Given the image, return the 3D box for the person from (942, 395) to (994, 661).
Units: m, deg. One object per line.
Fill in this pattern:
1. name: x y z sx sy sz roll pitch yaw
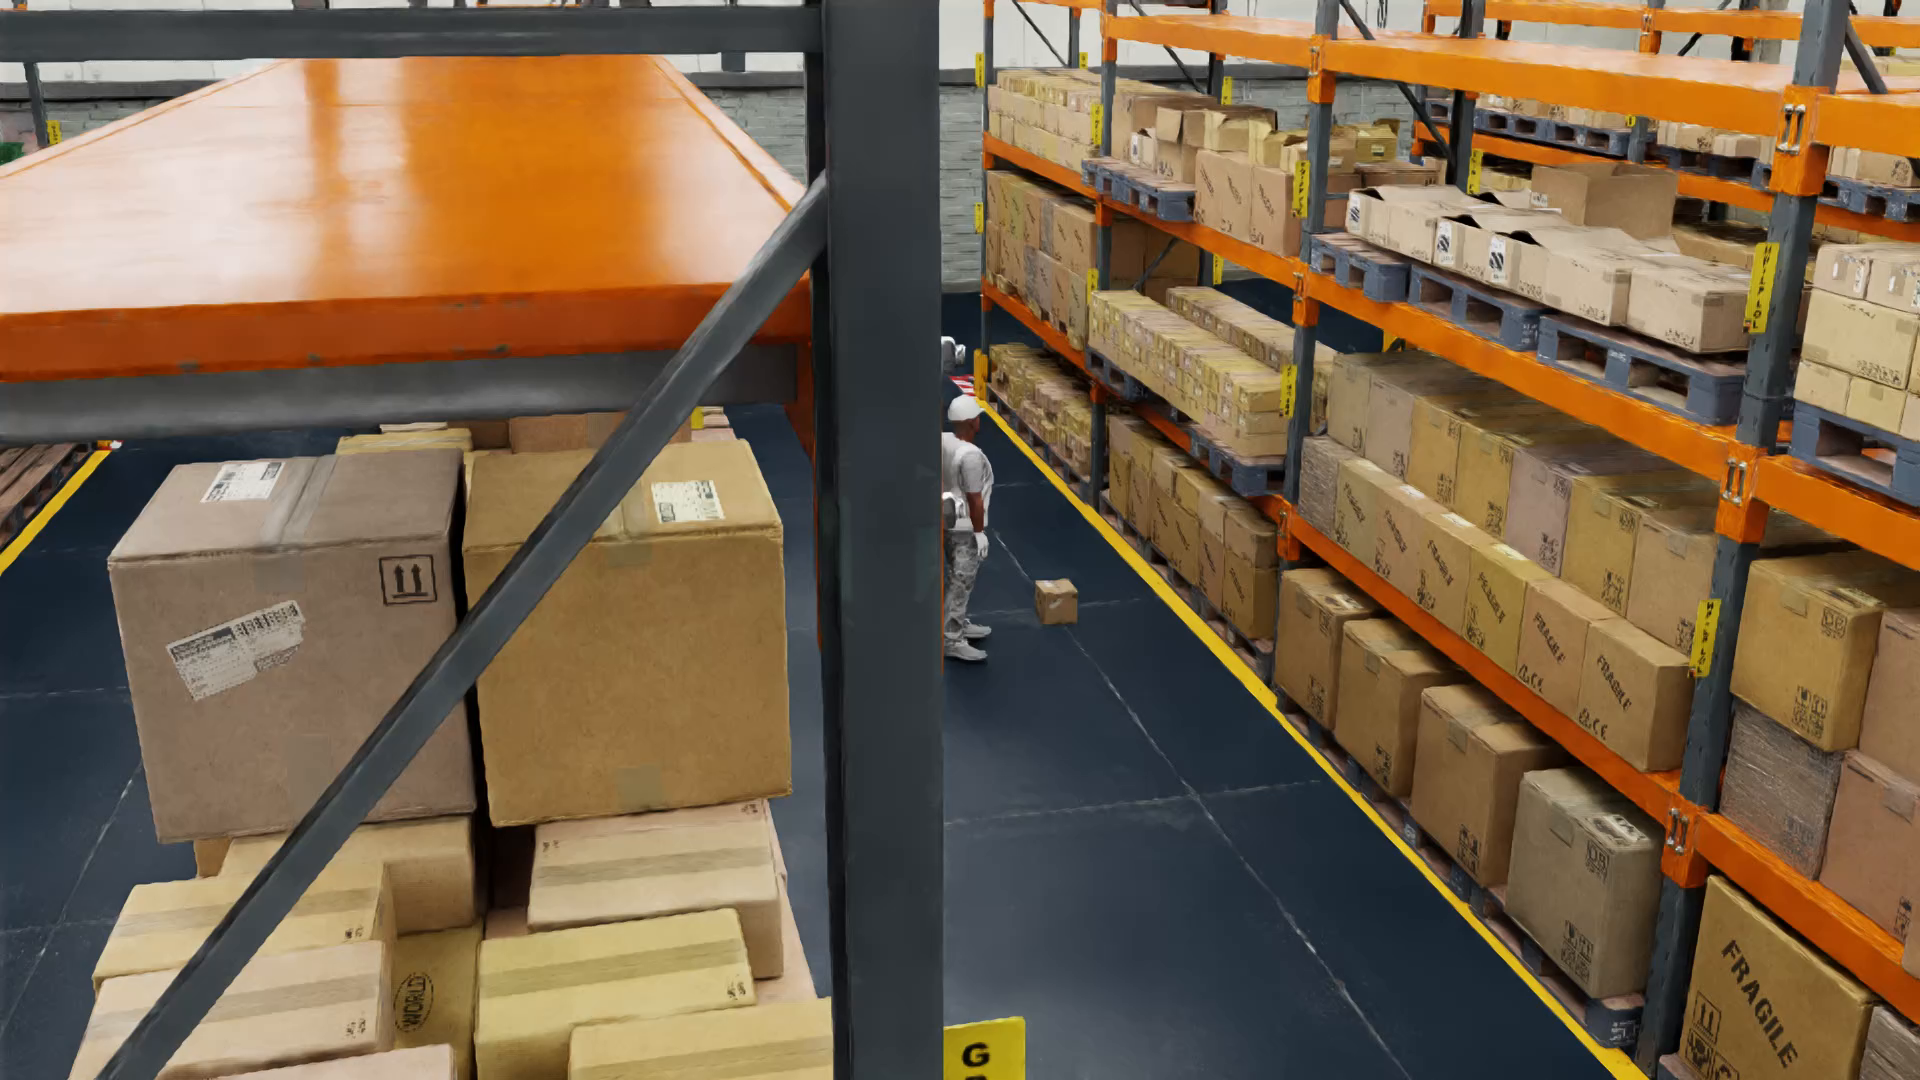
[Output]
1. person: 0.034 -0.123 11.318 0.457 1.787 0.680 -8 21 -21
